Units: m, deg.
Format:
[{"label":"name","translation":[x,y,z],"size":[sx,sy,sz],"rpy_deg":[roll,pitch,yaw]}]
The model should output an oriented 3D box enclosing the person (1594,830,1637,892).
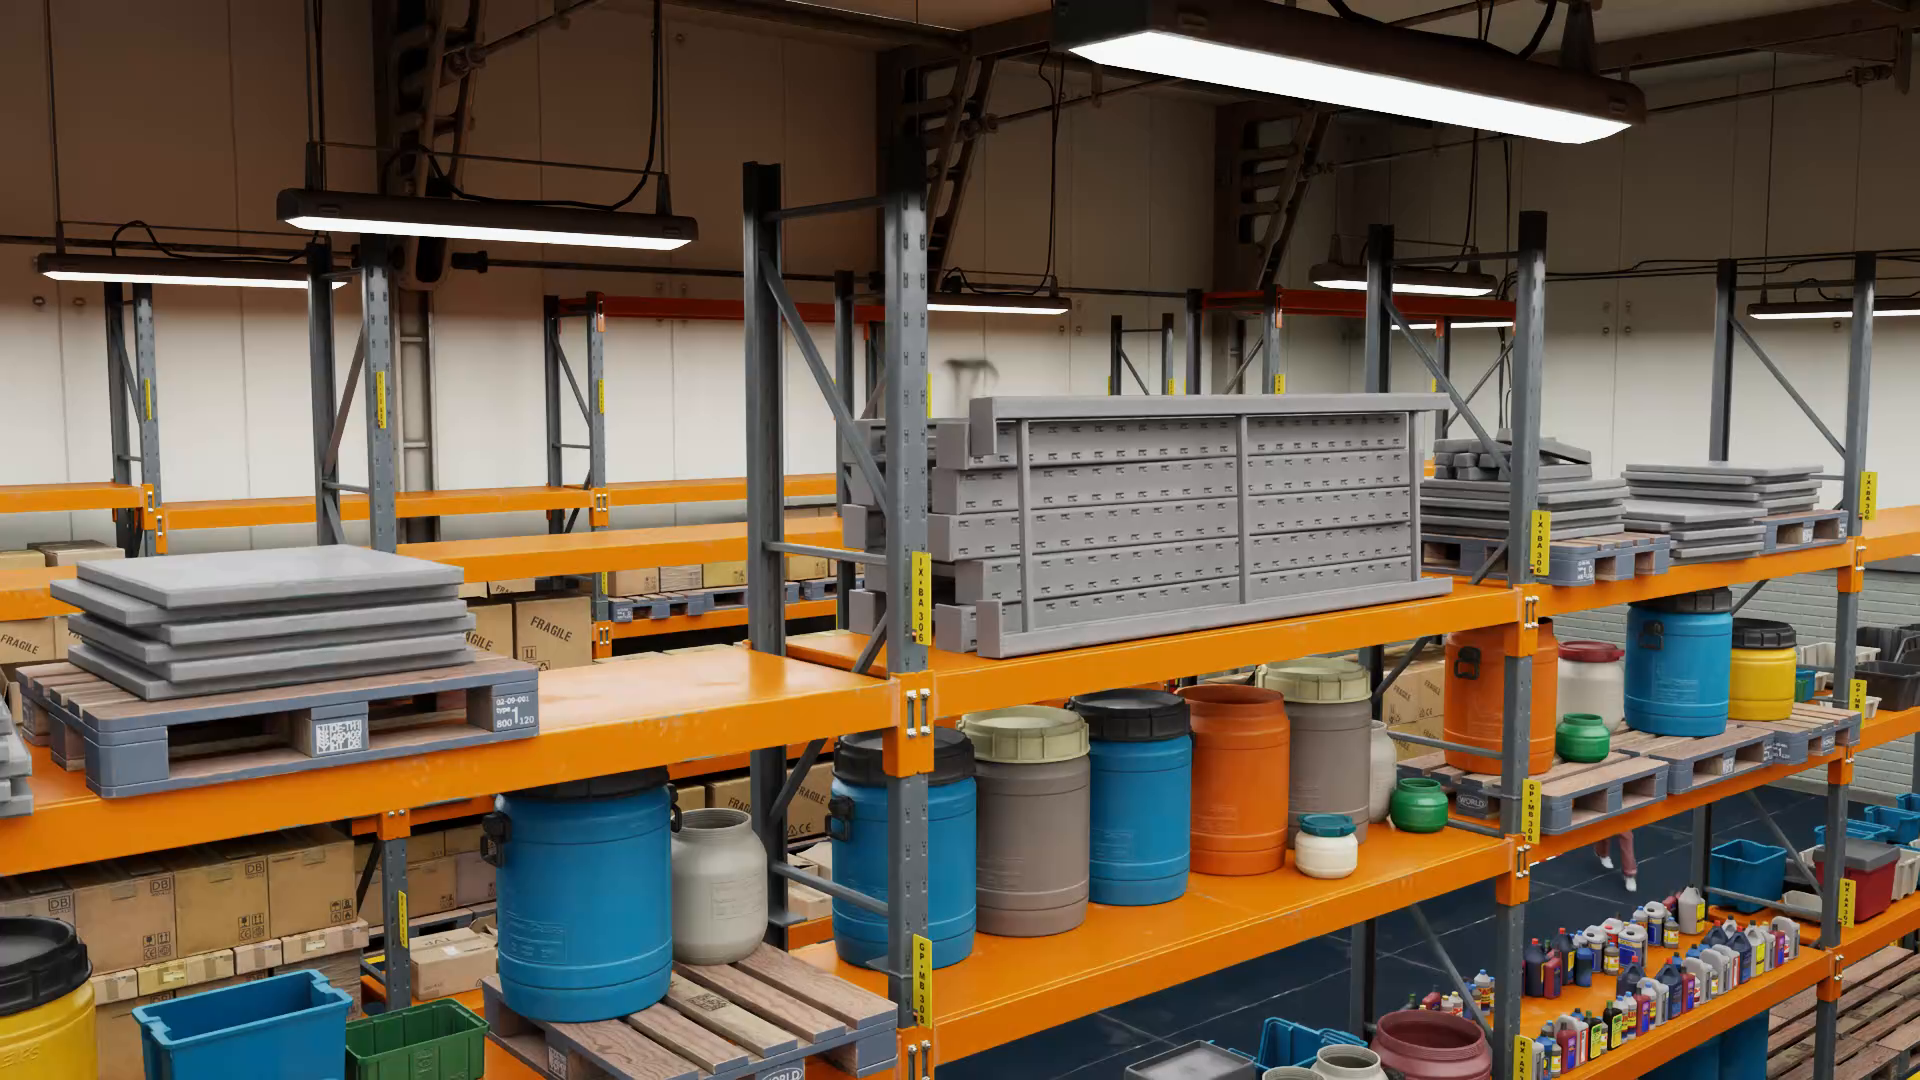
[{"label":"person","translation":[6.630,2.686,17.162],"size":[0.588,1.664,0.909],"rpy_deg":[0,6,3]}]
